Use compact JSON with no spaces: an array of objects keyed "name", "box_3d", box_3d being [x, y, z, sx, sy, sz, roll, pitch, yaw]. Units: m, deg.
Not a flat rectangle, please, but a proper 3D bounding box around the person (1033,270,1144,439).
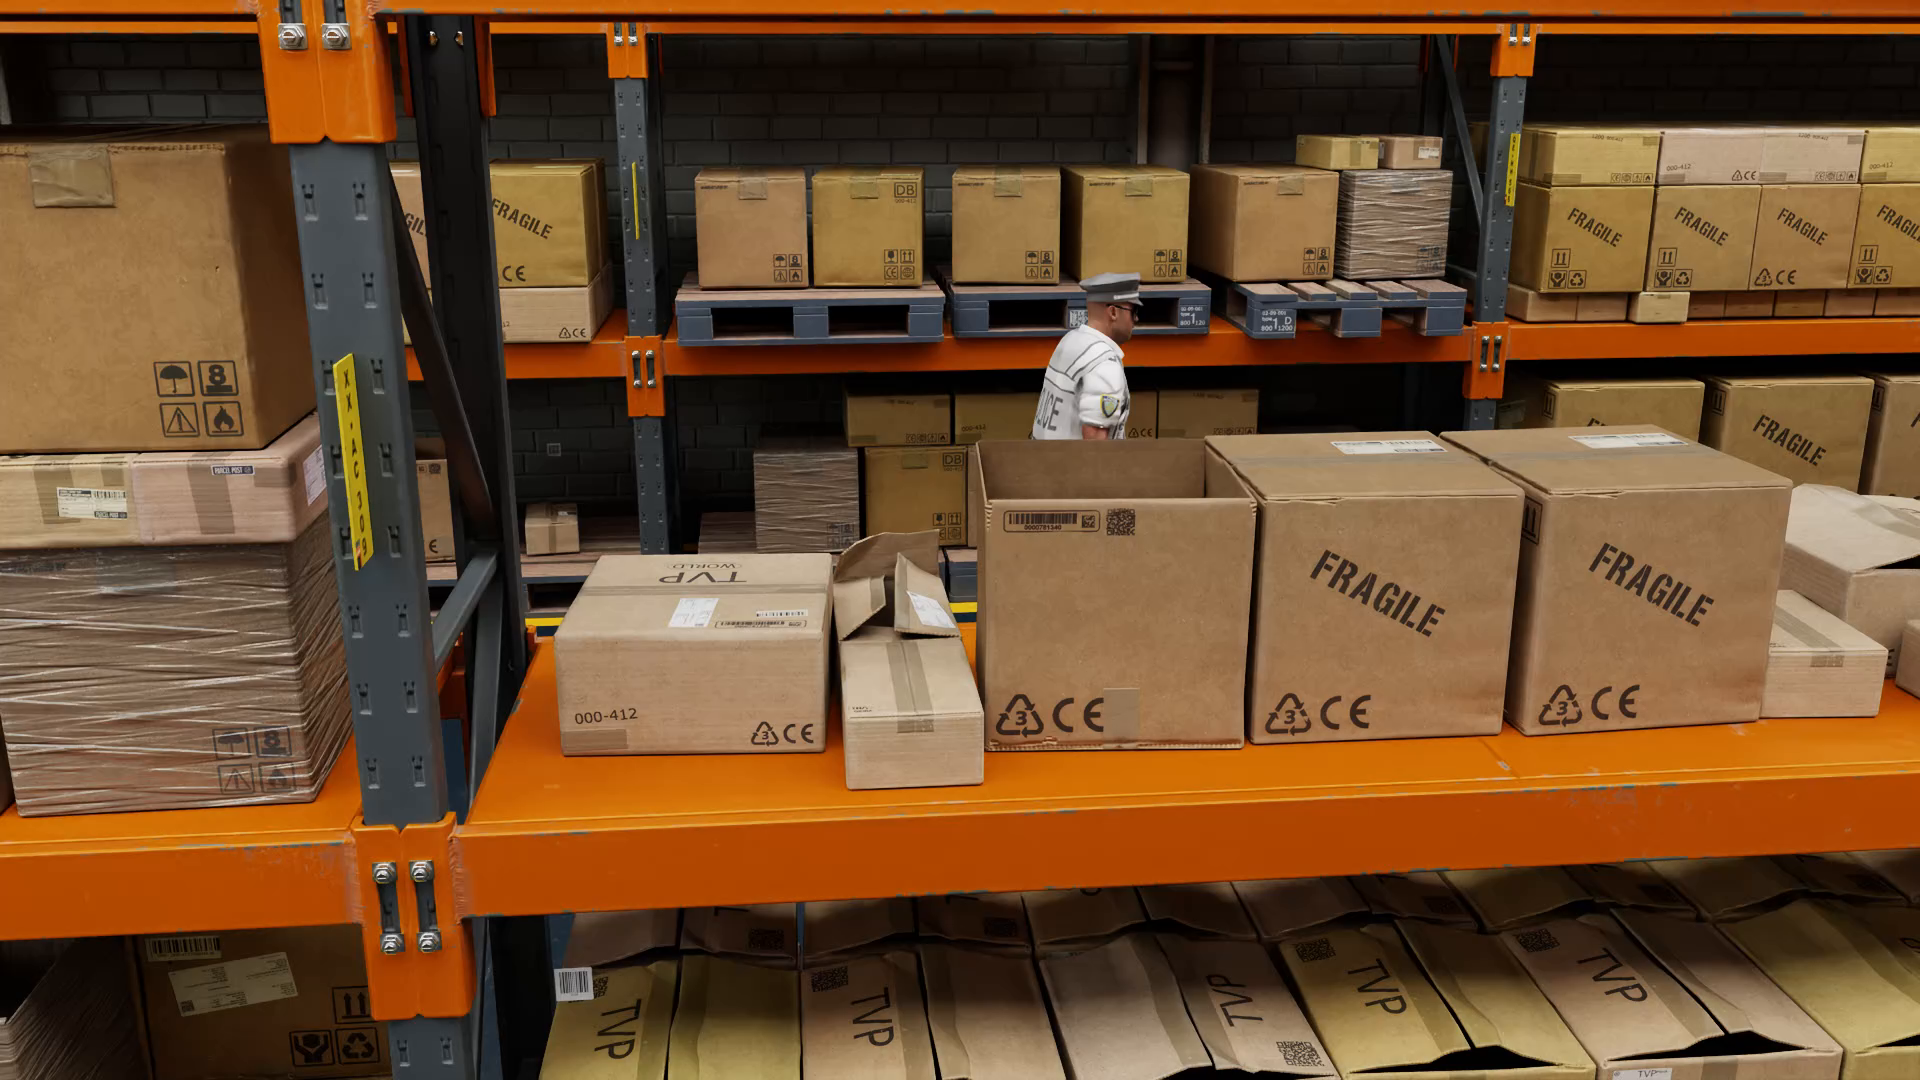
[{"name":"person","box_3d":[0.517,-0.193,6.667,0.437,1.750,0.606,-3,17,-9]}]
